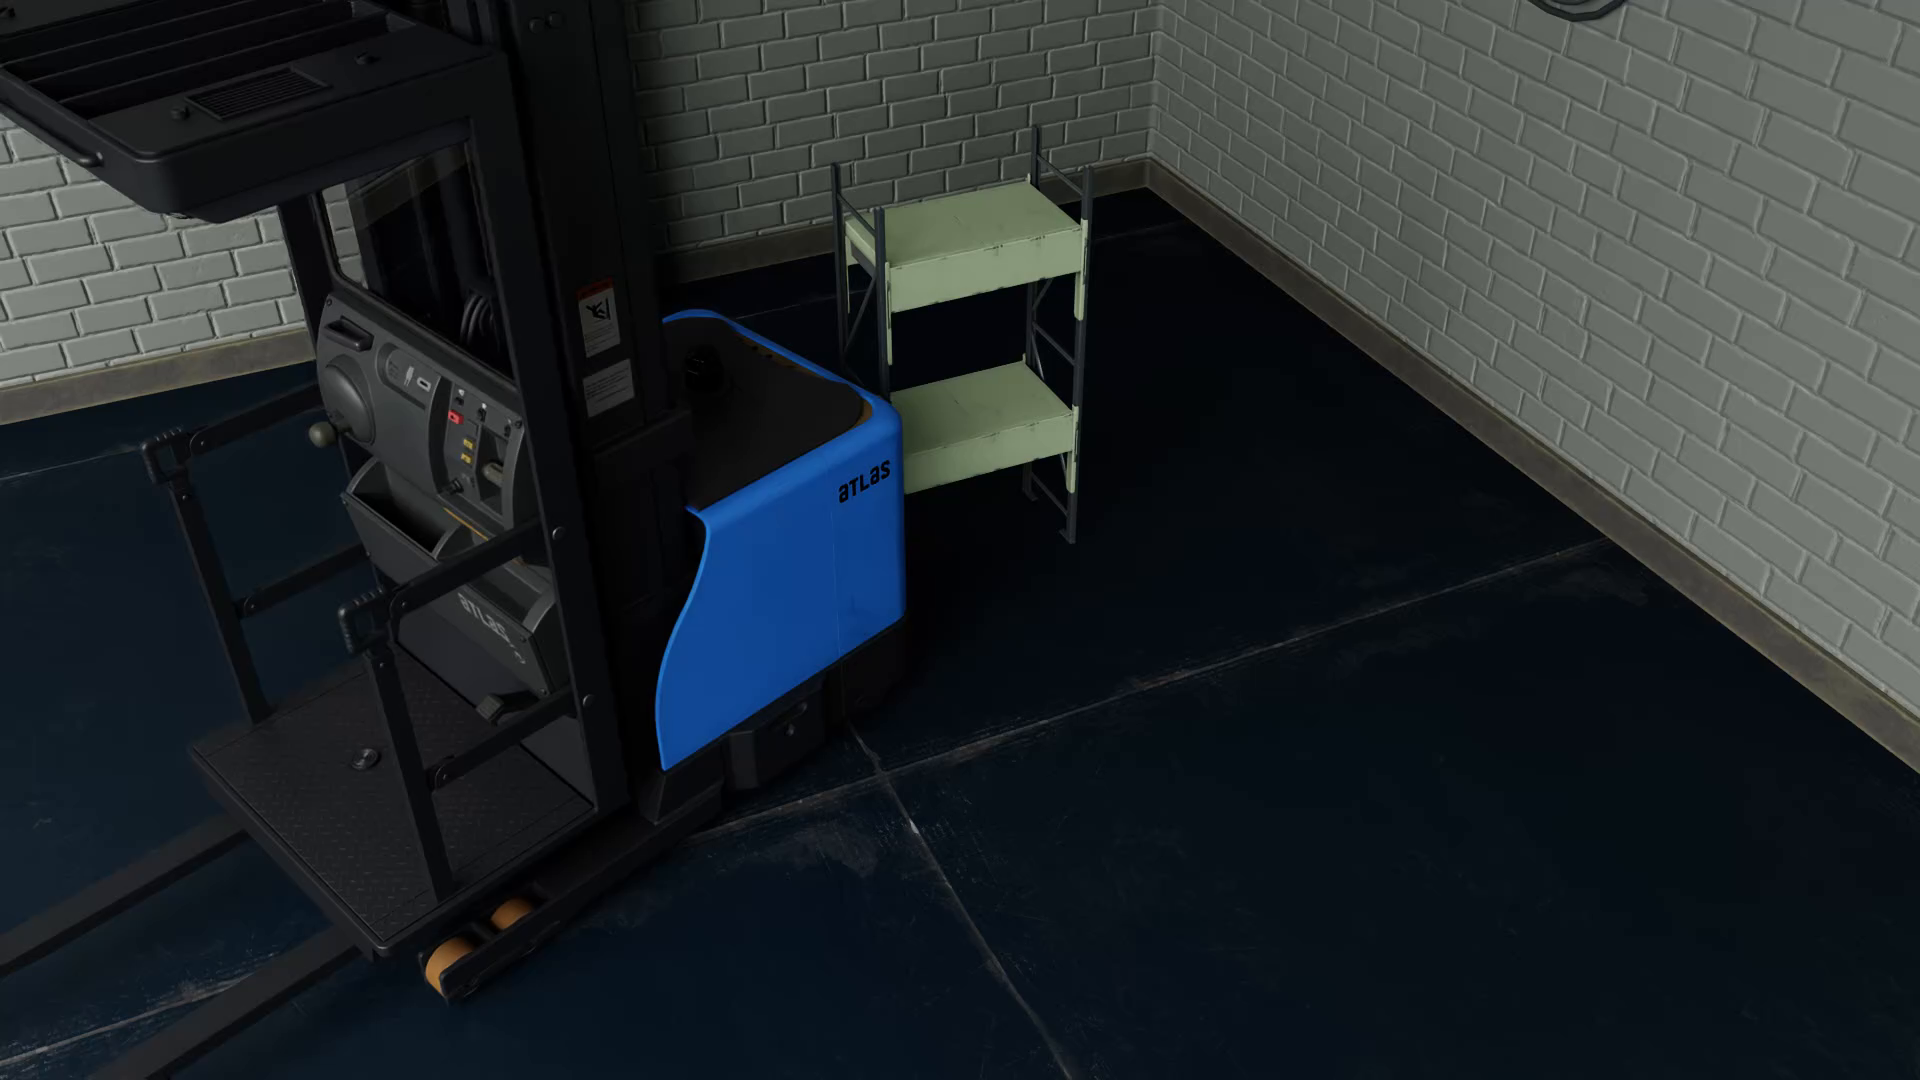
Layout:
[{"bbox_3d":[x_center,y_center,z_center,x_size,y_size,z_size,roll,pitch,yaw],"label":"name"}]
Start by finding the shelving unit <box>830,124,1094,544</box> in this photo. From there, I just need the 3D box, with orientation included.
[{"bbox_3d":[0.006,-0.604,5.805,0.755,1.500,0.431,-16,39,-20],"label":"shelving unit"}]

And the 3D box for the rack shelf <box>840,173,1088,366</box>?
[{"bbox_3d":[0.006,-0.918,5.573,0.720,0.370,0.431,-16,39,-20],"label":"rack shelf"}]

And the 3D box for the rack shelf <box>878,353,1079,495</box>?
[{"bbox_3d":[0.006,-0.342,6.000,0.720,0.370,0.431,-16,39,-20],"label":"rack shelf"}]

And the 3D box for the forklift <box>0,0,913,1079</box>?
[{"bbox_3d":[-1.538,-0.270,4.154,1.130,2.935,3.031,30,46,34],"label":"forklift"}]

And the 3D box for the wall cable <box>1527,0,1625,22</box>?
[{"bbox_3d":[1.572,-3.446,5.948,0.112,2.526,3.097,-16,39,-20],"label":"wall cable"}]

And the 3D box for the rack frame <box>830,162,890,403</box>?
[{"bbox_3d":[-0.325,-0.511,5.681,0.023,1.500,0.400,-16,39,-20],"label":"rack frame"}]

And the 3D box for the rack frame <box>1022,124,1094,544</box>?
[{"bbox_3d":[0.337,-0.697,5.930,0.023,1.500,0.400,-16,39,-20],"label":"rack frame"}]
